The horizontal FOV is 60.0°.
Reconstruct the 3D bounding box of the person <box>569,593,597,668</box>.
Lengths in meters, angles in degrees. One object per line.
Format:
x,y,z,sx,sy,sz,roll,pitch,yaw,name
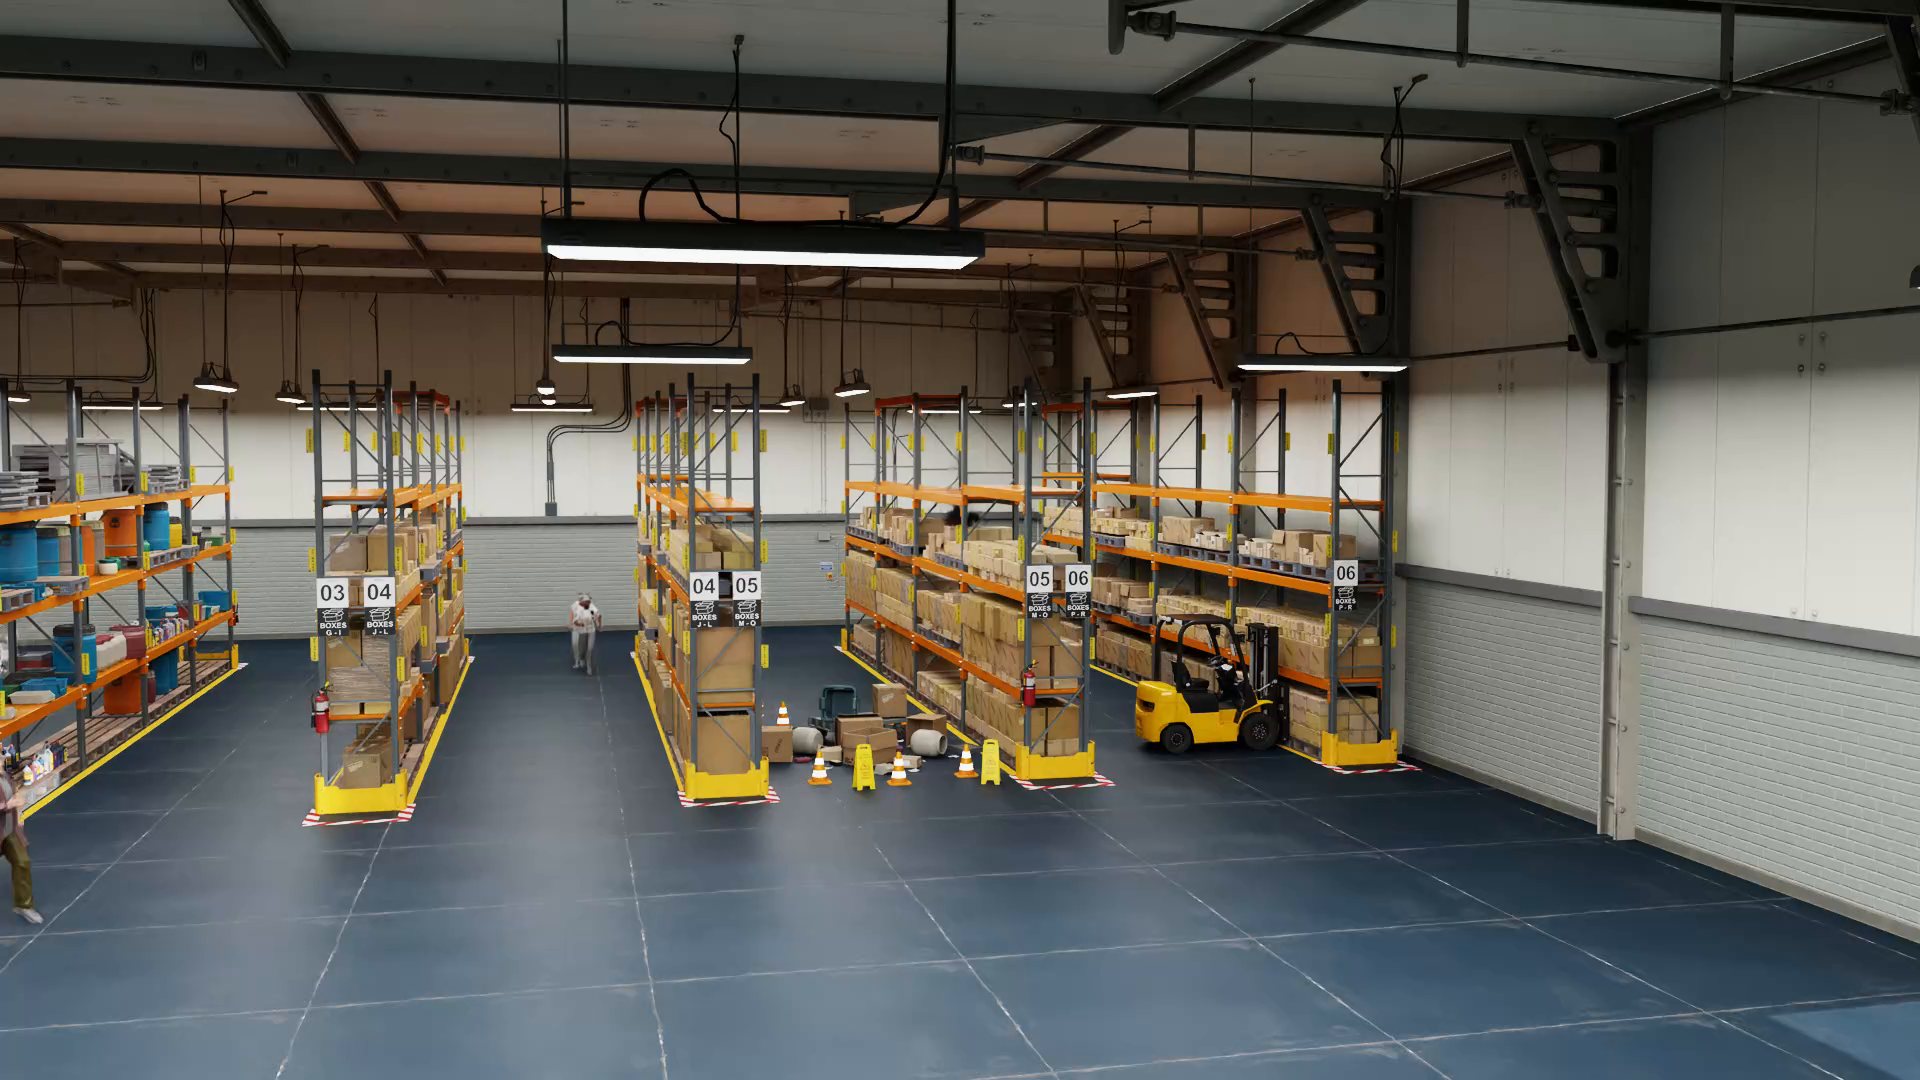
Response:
-8.492,2.009,37.560,0.637,1.707,0.881,0,3,-3,person

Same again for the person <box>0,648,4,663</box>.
-17.589,2.403,29.975,0.612,1.702,0.919,-2,4,-25,person

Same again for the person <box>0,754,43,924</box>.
-10.069,3.094,17.352,0.949,1.824,0.684,1,3,14,person

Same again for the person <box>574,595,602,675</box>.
-8.168,2.058,36.497,0.588,1.705,0.880,-1,3,-10,person
